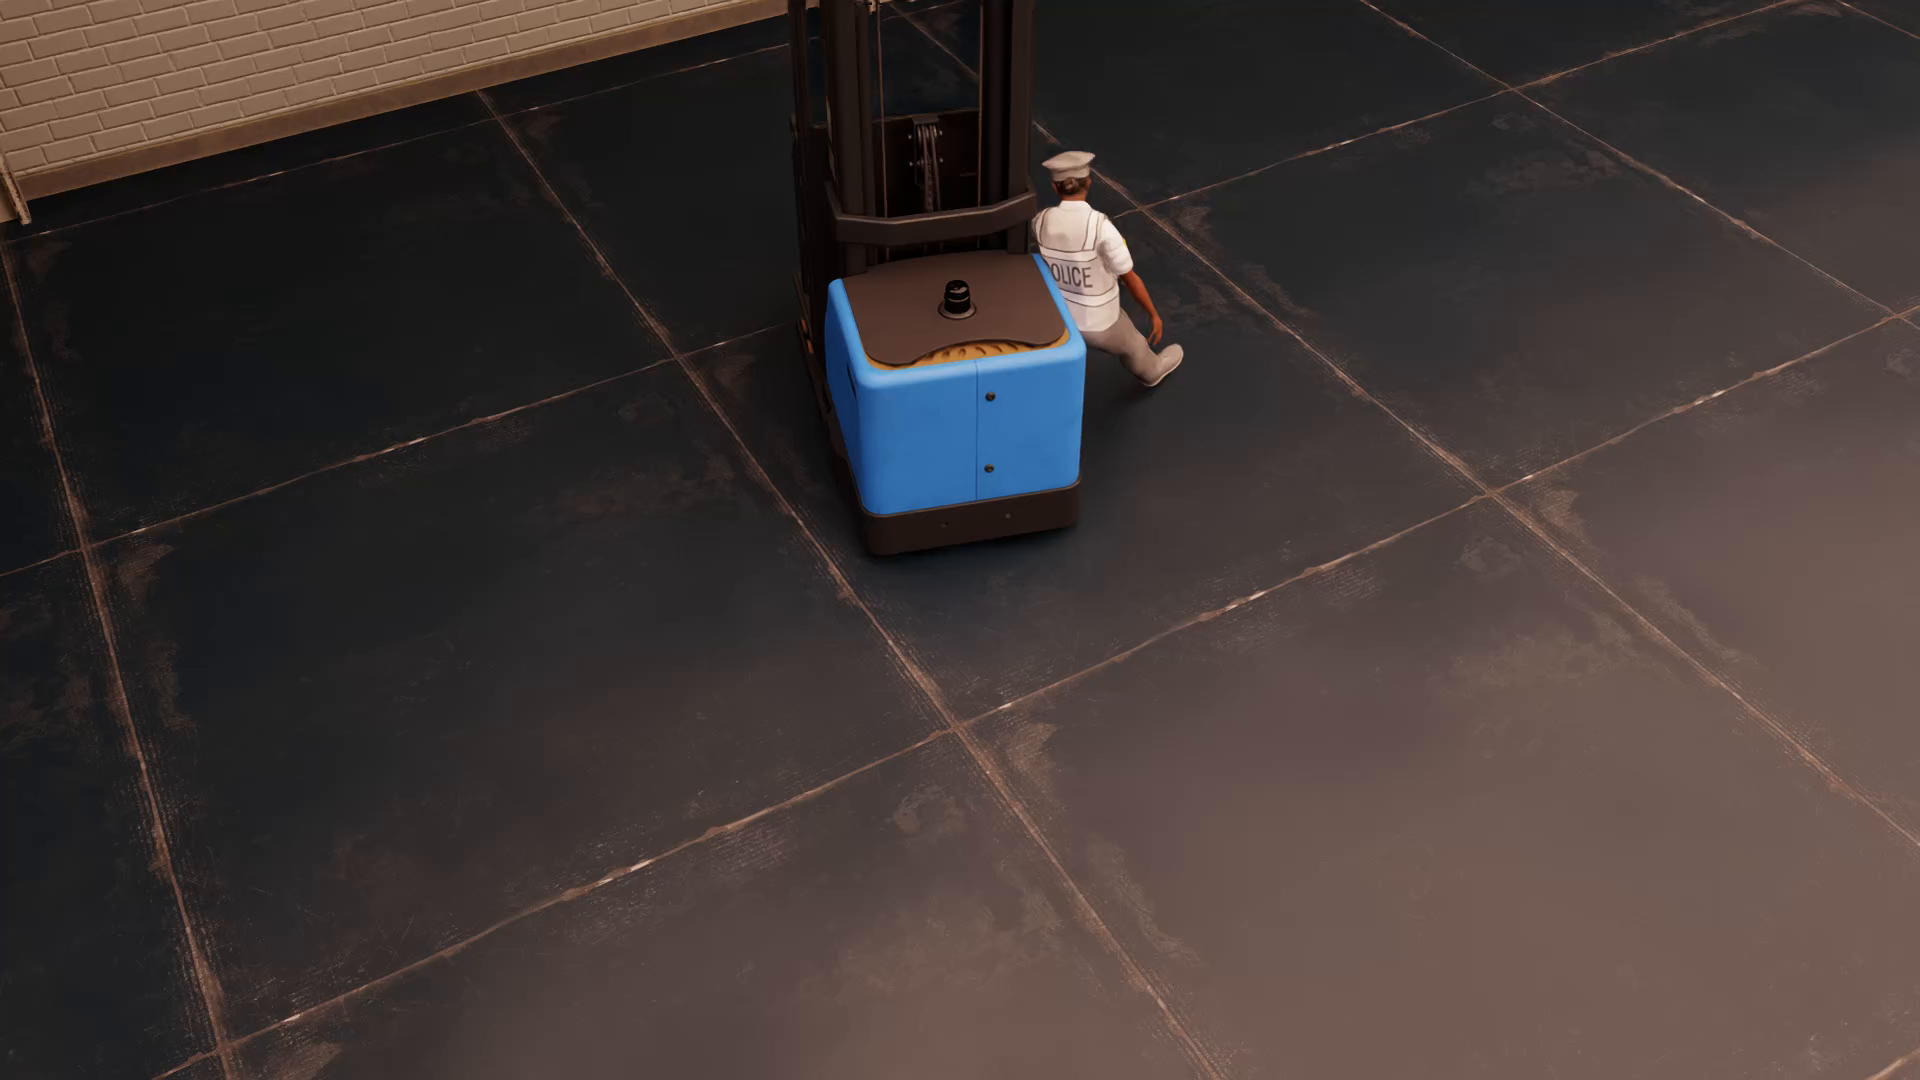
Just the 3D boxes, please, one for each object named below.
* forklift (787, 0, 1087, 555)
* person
[{"bbox_3d":[-0.264,-2.020,7.876,1.130,2.935,3.031,-9,44,-10],"label":"forklift"},{"bbox_3d":[0.677,-1.256,8.083,0.827,1.467,1.042,23,48,23],"label":"person"}]
